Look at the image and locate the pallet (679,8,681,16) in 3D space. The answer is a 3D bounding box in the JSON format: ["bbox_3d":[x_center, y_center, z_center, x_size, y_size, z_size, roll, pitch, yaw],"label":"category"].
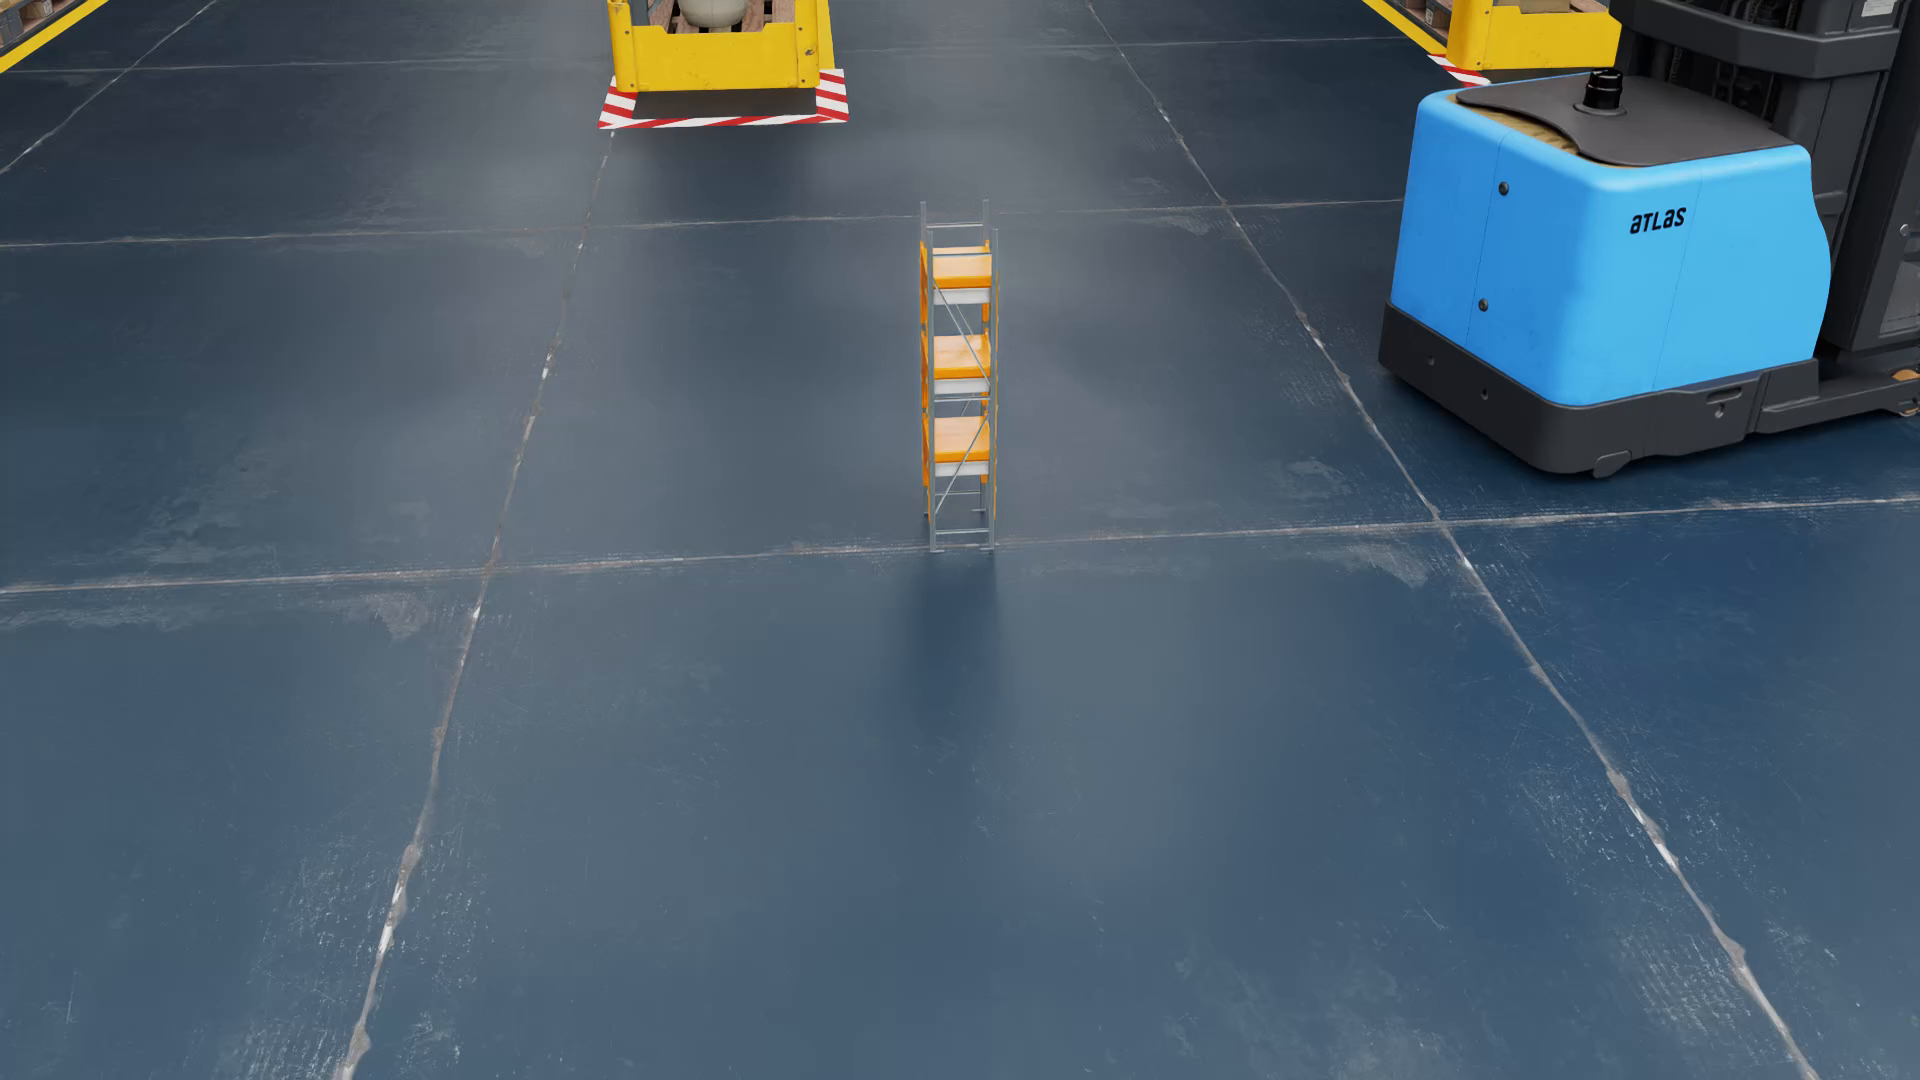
[{"bbox_3d":[-1.591,-3.811,11.424,1.003,0.211,1.213,-3,31,-5],"label":"pallet"}]

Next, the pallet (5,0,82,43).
[{"bbox_3d":[-6.512,-3.512,10.924,1.003,0.211,1.213,-3,31,-5],"label":"pallet"}]

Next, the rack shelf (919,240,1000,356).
[{"bbox_3d":[-0.005,-0.713,4.886,0.215,0.259,0.240,-3,31,-5],"label":"rack shelf"}]

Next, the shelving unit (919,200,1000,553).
[{"bbox_3d":[-0.005,-0.478,5.027,0.215,1.050,0.252,-3,31,-5],"label":"shelving unit"}]

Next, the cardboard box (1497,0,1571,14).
[{"bbox_3d":[3.534,-3.599,10.378,0.500,0.500,0.500,3,31,5],"label":"cardboard box"}]

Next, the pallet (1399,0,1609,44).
[{"bbox_3d":[3.528,-3.430,10.787,1.003,0.211,1.213,-3,31,-5],"label":"pallet"}]

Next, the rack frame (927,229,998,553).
[{"bbox_3d":[0.006,-0.416,4.922,0.200,1.050,0.008,-3,31,-5],"label":"rack frame"}]

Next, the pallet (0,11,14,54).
[{"bbox_3d":[-6.401,-2.891,9.884,1.003,0.211,1.213,-3,31,-5],"label":"pallet"}]

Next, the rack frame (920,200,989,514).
[{"bbox_3d":[-0.016,-0.540,5.131,0.200,1.050,0.008,-3,31,-5],"label":"rack frame"}]

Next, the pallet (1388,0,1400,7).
[{"bbox_3d":[3.417,-4.052,11.827,1.003,0.211,1.213,-3,31,-5],"label":"pallet"}]

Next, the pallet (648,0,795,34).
[{"bbox_3d":[-1.480,-3.189,10.383,1.003,0.211,1.213,-3,31,-5],"label":"pallet"}]

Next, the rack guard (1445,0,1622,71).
[{"bbox_3d":[3.569,-3.138,10.016,1.175,0.500,0.348,-3,31,-5],"label":"rack guard"}]

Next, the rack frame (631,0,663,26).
[{"bbox_3d":[-1.356,-3.935,8.912,1.000,3.000,0.127,-3,31,-5],"label":"rack frame"}]

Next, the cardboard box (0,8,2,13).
[{"bbox_3d":[-6.167,-3.239,10.019,0.500,0.250,0.500,-3,31,-5],"label":"cardboard box"}]

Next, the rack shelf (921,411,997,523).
[{"bbox_3d":[-0.005,-0.230,5.174,0.215,0.259,0.240,-3,31,-5],"label":"rack shelf"}]

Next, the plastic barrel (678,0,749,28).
[{"bbox_3d":[-1.493,-3.379,9.999,0.421,0.512,0.421,0,31,0],"label":"plastic barrel"}]

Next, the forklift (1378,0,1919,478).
[{"bbox_3d":[3.135,-1.941,5.641,3.031,2.935,1.130,-12,33,-19],"label":"forklift"}]

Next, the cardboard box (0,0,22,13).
[{"bbox_3d":[-6.213,-3.494,10.446,0.500,0.250,0.500,-3,31,-5],"label":"cardboard box"}]

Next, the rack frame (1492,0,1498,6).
[{"bbox_3d":[3.576,-4.172,9.310,1.000,3.000,0.127,-3,31,-5],"label":"rack frame"}]

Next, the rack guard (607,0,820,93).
[{"bbox_3d":[-1.410,-2.898,9.614,1.175,0.500,0.348,-3,31,-5],"label":"rack guard"}]

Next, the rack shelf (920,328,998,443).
[{"bbox_3d":[-0.005,-0.469,5.032,0.215,0.259,0.240,-3,31,-5],"label":"rack shelf"}]
